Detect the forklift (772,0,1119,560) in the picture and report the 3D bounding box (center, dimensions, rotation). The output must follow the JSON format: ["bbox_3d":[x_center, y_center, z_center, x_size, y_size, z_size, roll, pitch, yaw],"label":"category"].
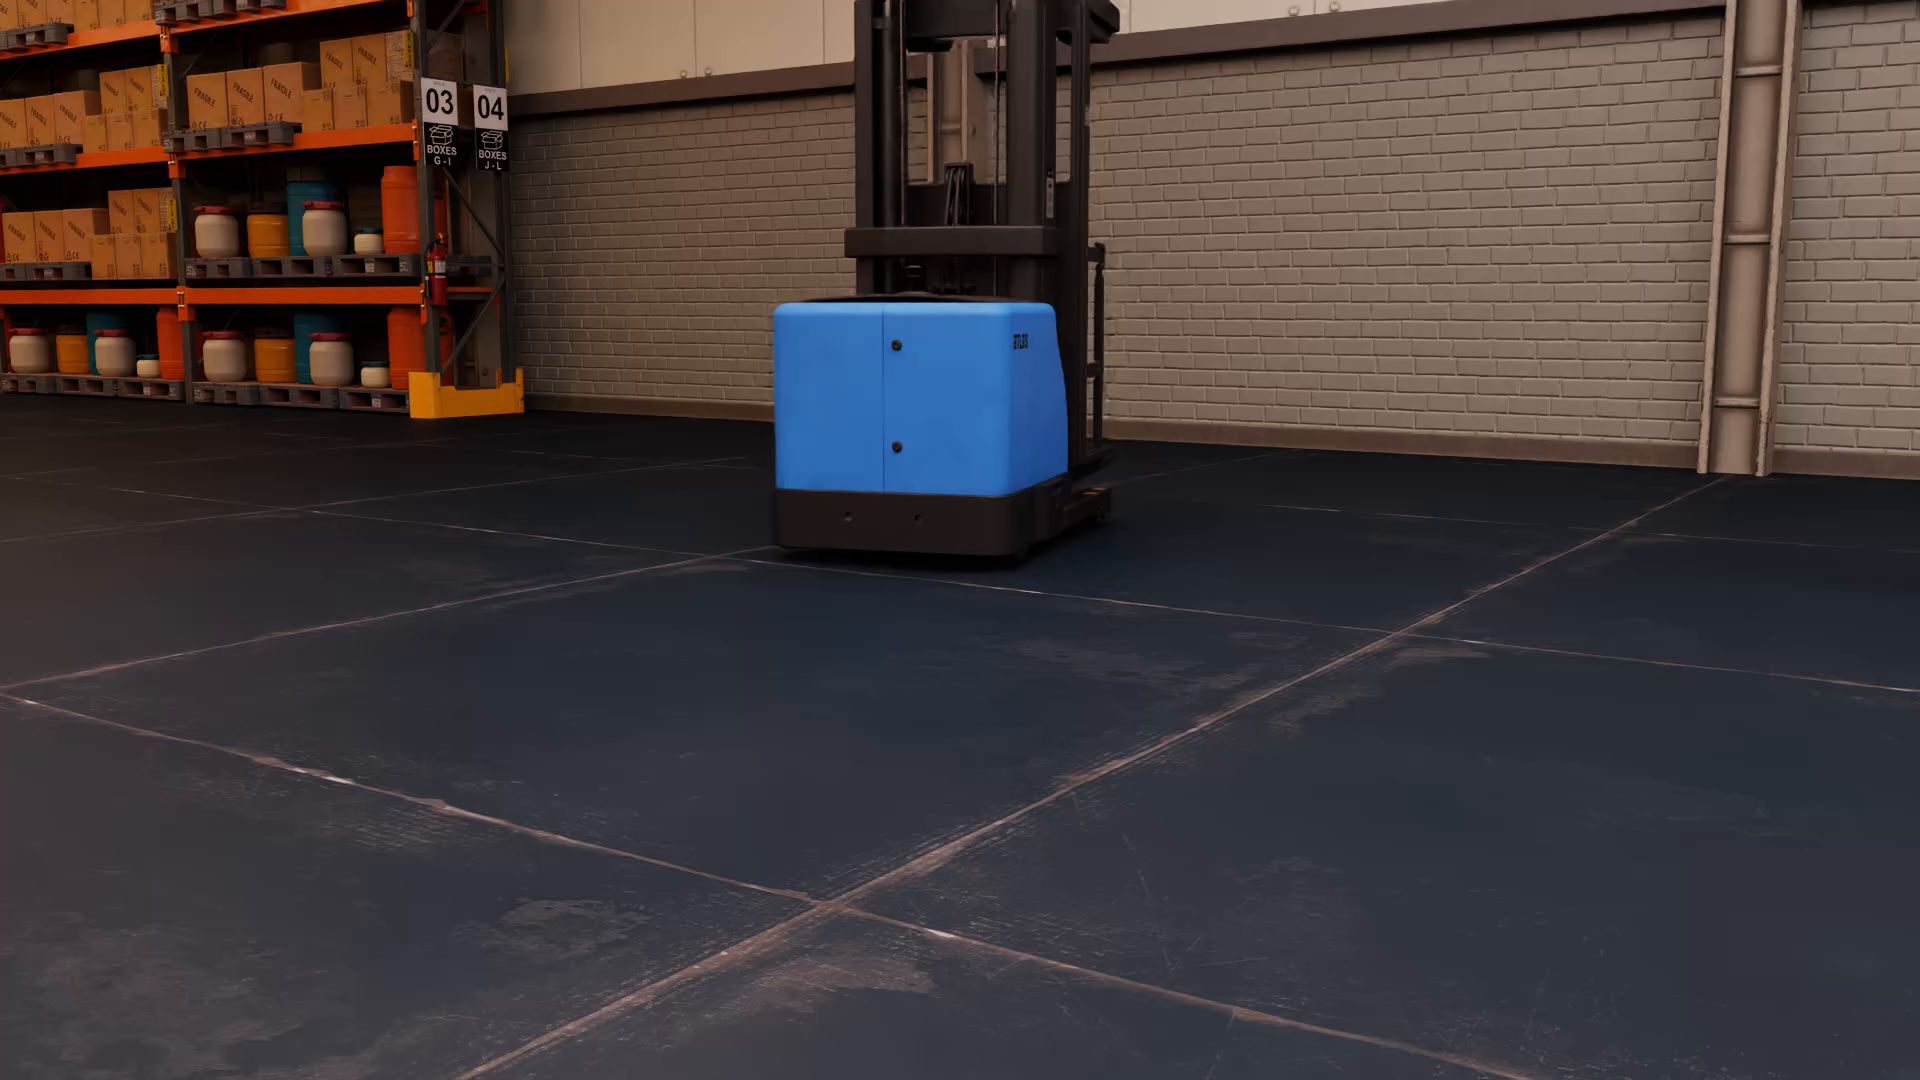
[{"bbox_3d":[0.134,-1.537,8.005,1.130,2.935,3.031,2,8,17],"label":"forklift"}]
